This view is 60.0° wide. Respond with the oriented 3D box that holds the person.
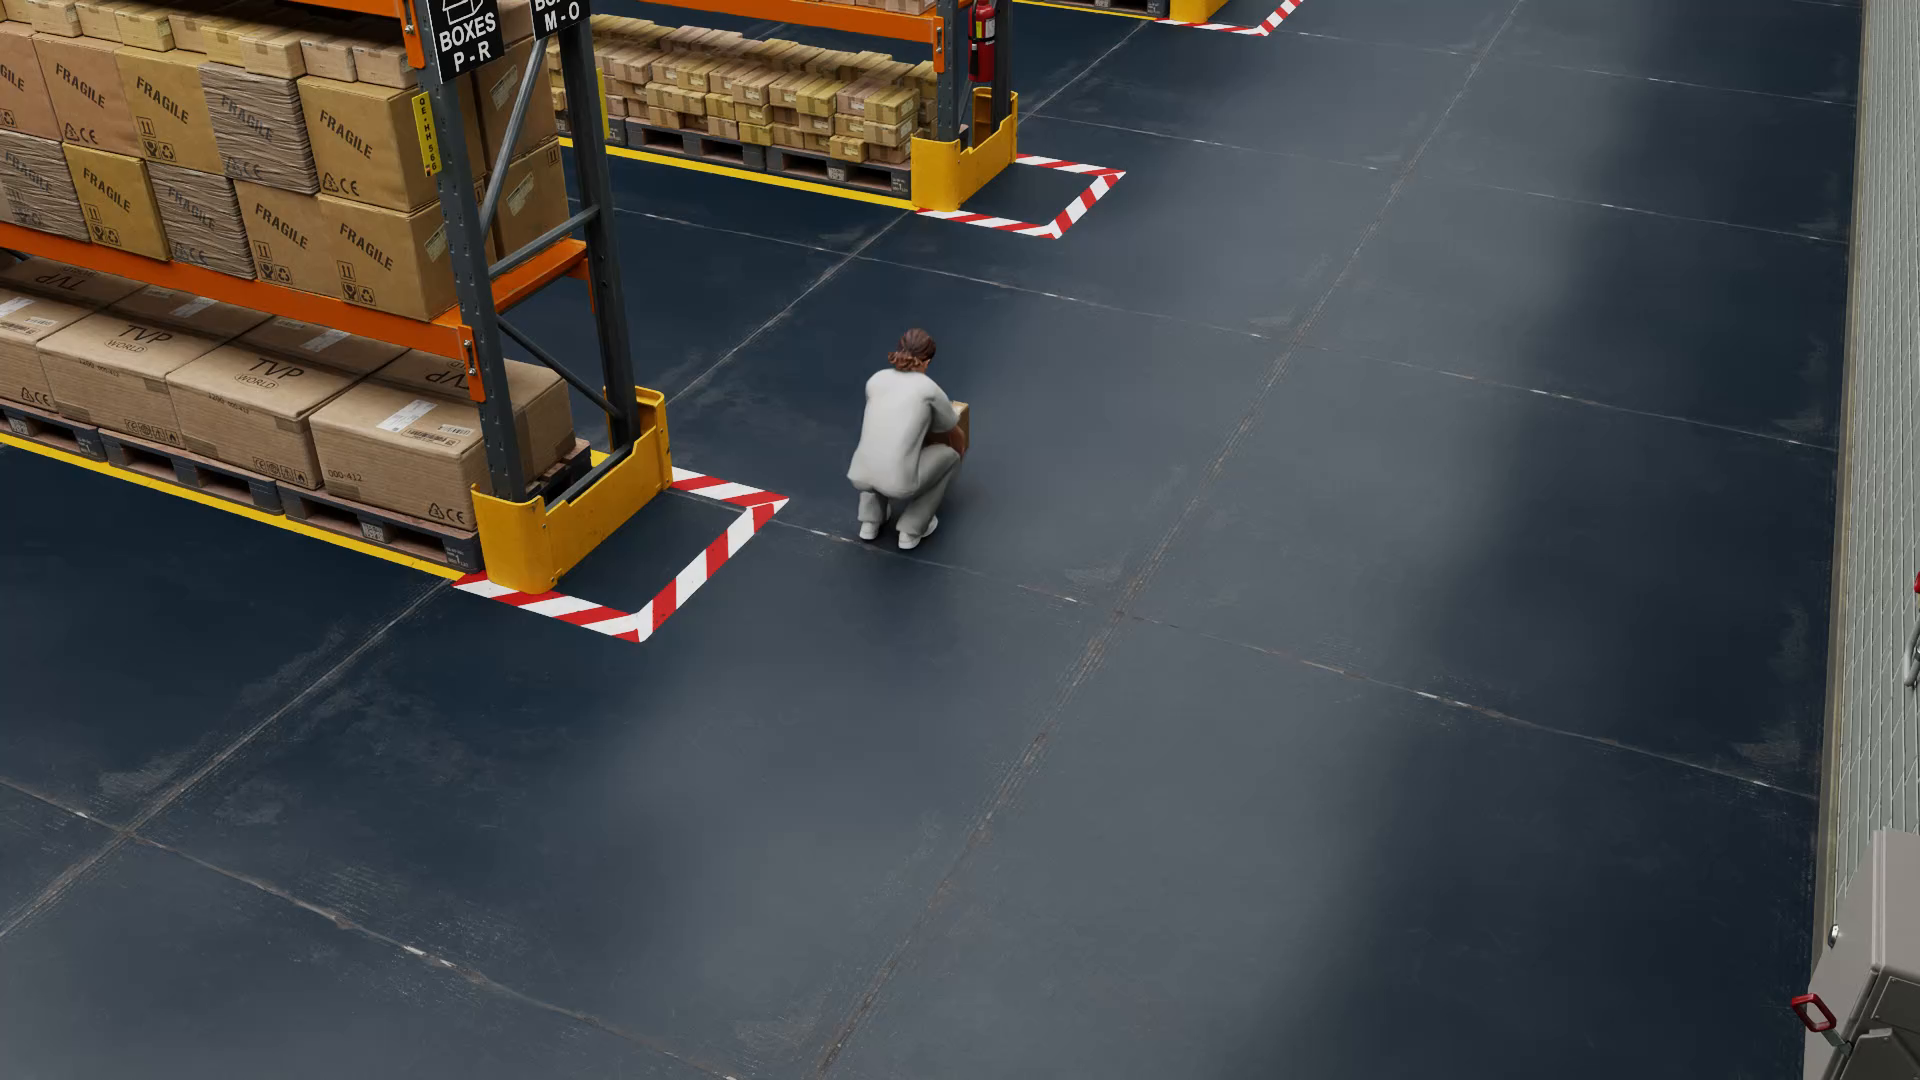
[{"bbox_3d":[-0.270,-0.503,8.113,0.490,0.932,0.801,14,36,20],"label":"person"}]
